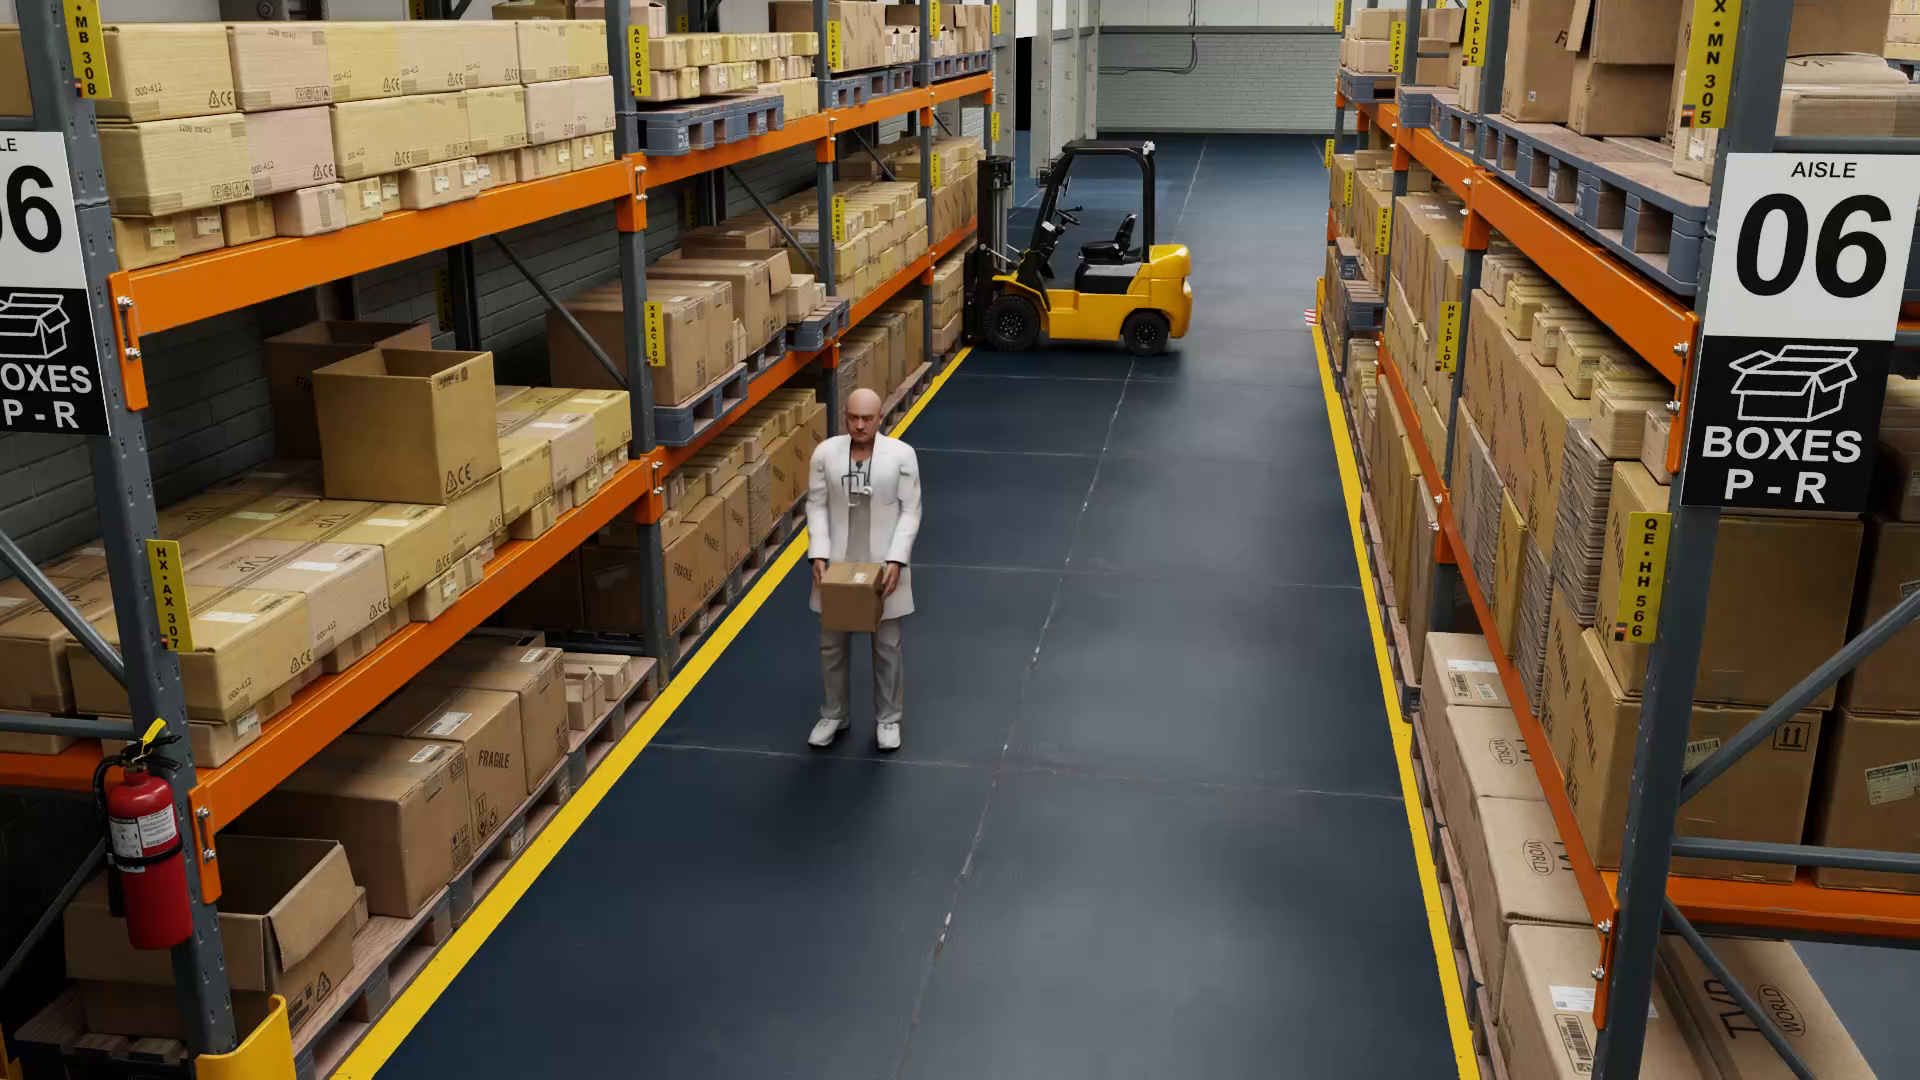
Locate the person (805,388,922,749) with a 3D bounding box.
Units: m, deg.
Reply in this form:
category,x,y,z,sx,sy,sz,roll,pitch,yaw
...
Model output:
category,x,y,z,sx,sy,sz,roll,pitch,yaw
person,-0.478,0.144,8.109,0.577,1.782,0.455,2,18,8
